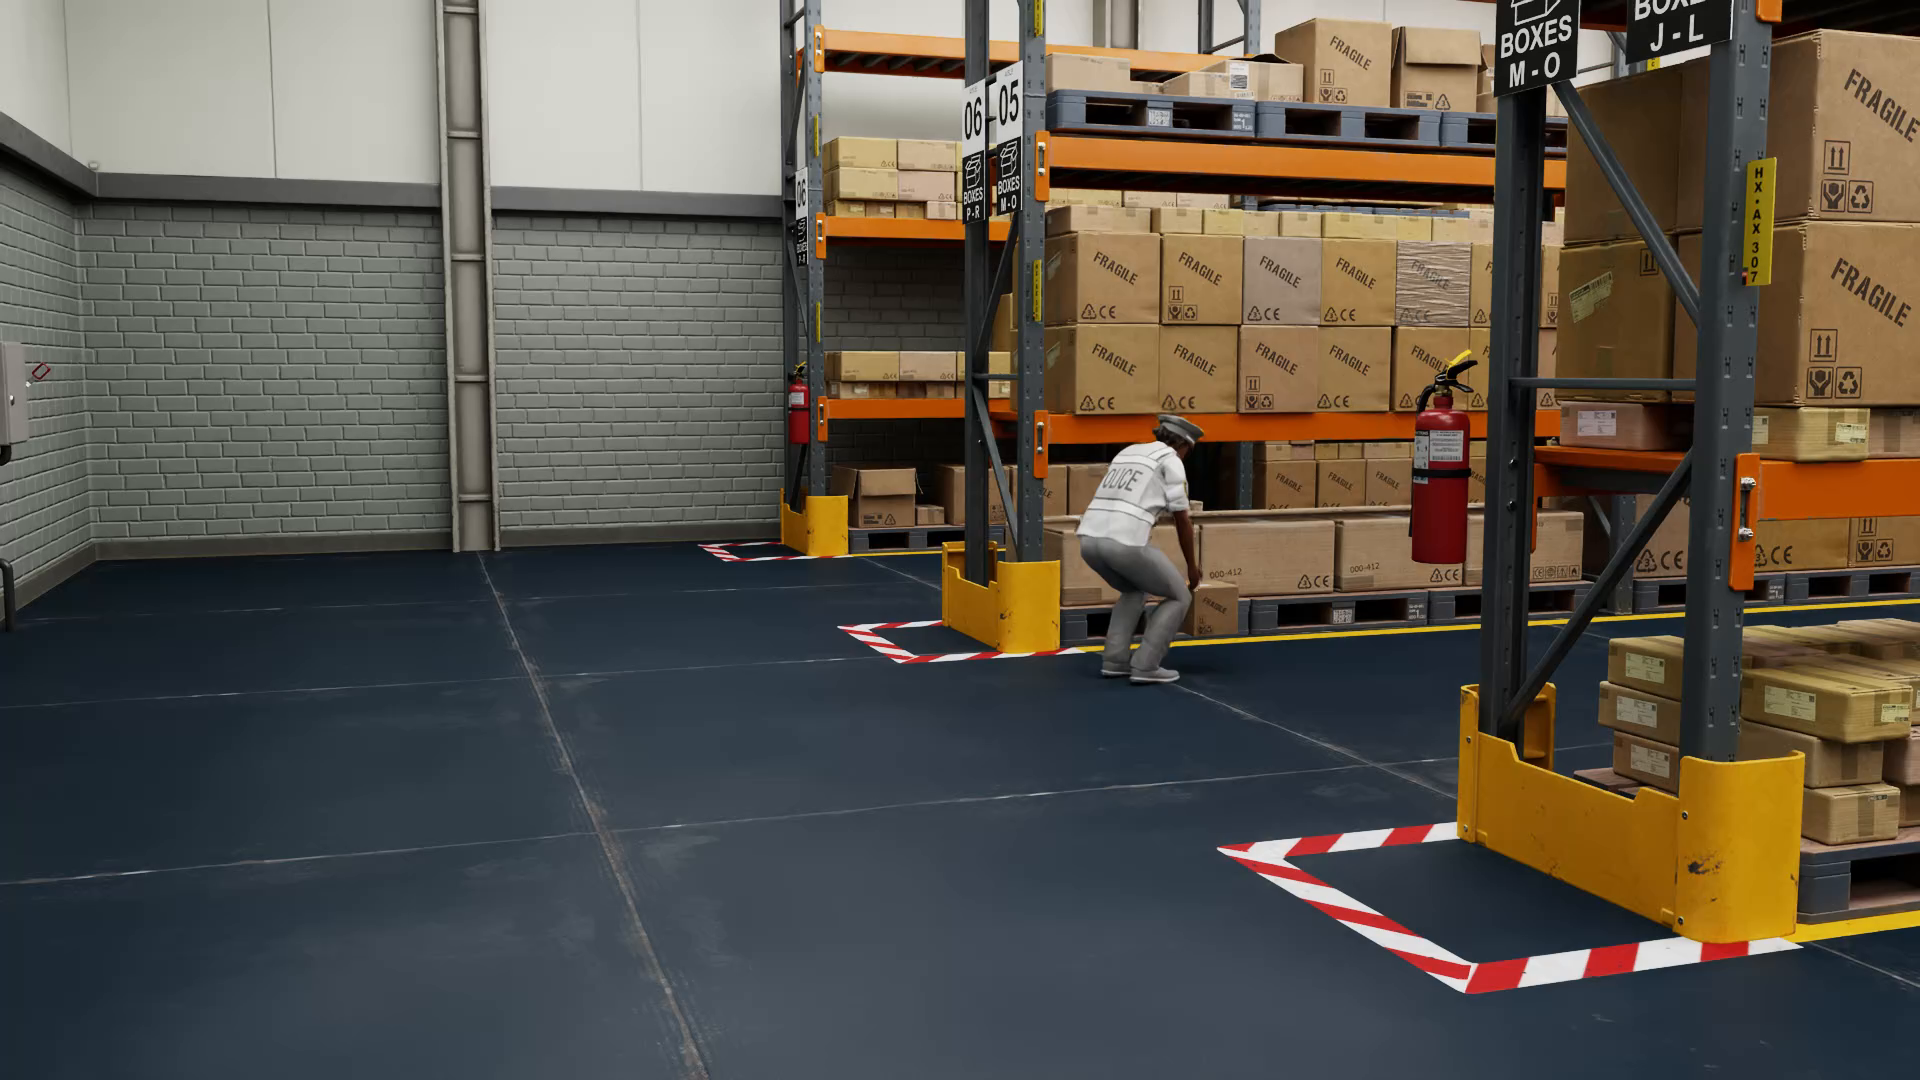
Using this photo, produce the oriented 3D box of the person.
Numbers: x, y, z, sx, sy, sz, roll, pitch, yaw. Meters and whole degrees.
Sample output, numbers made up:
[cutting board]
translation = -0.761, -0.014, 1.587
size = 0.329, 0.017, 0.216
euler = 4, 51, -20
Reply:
[person]
translation = 0.915, 0.037, 8.372
size = 0.738, 1.333, 0.497
euler = -4, 7, -34
